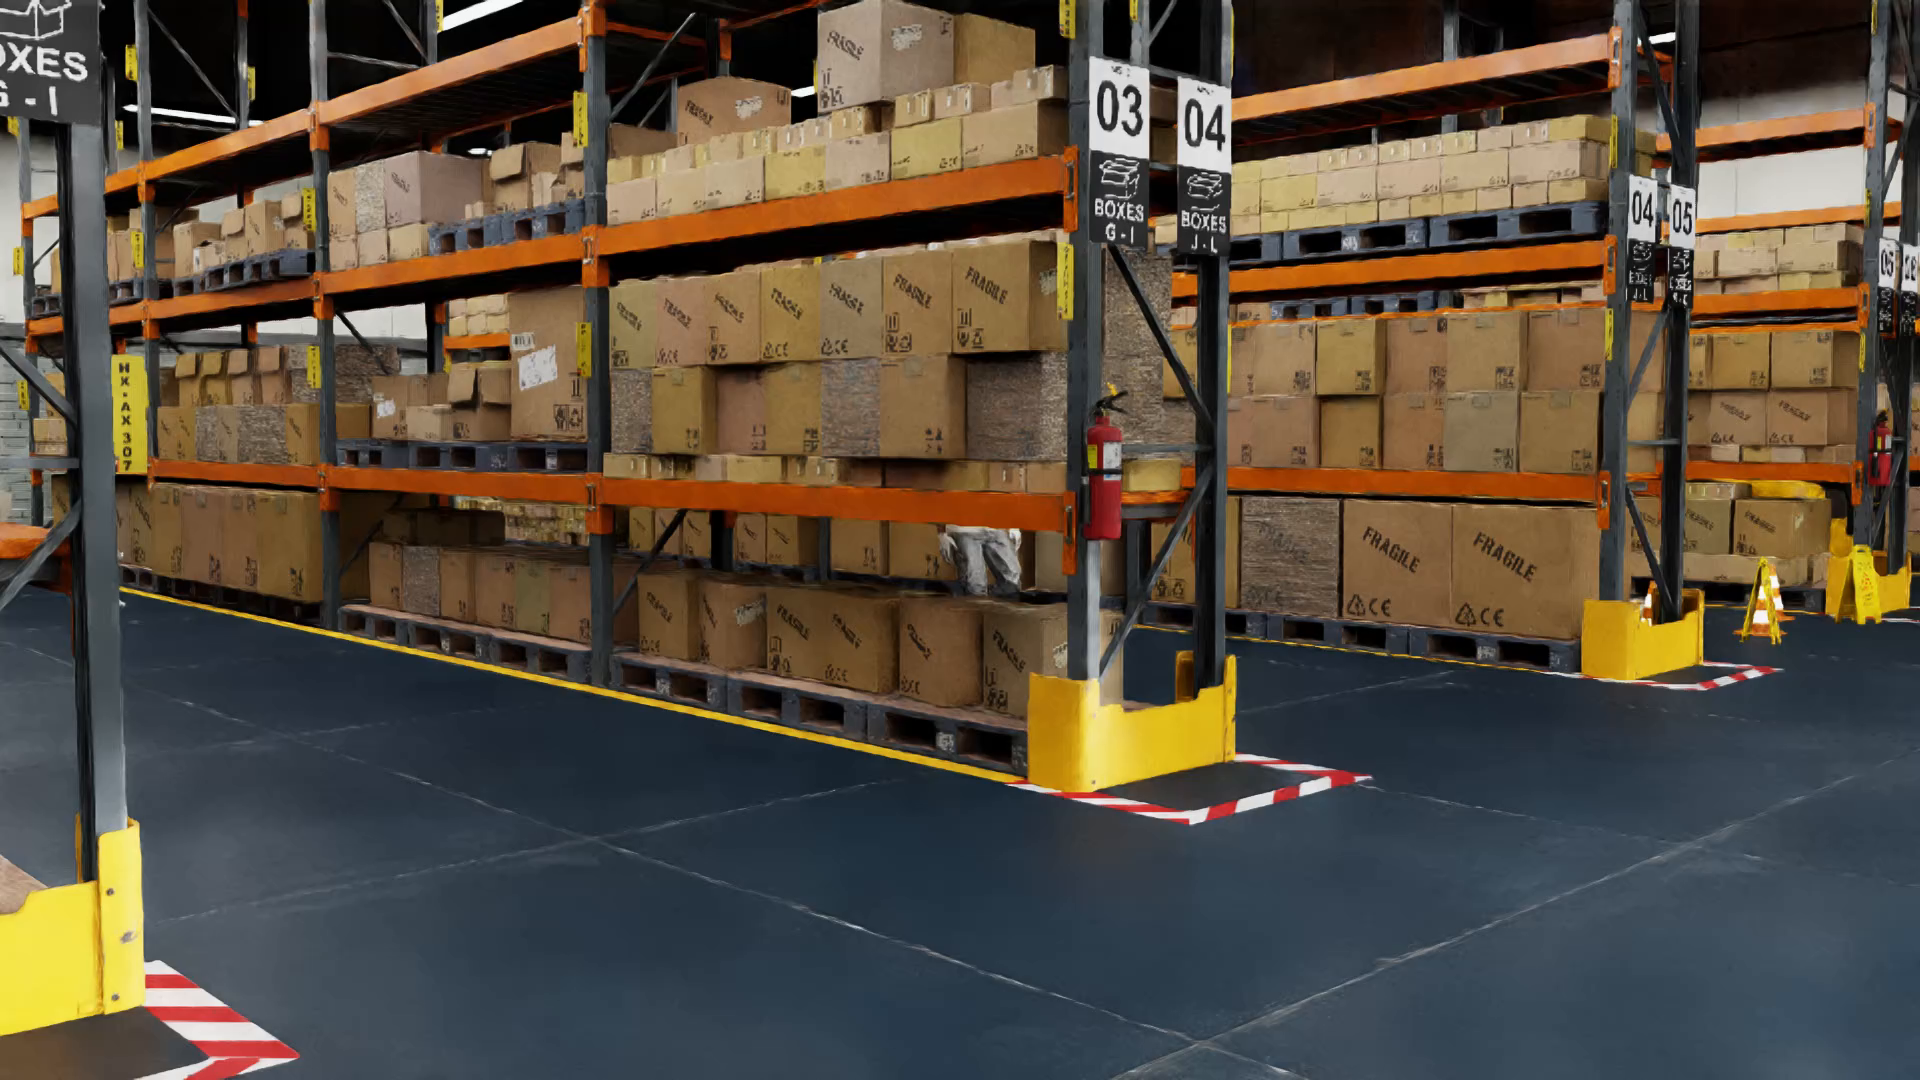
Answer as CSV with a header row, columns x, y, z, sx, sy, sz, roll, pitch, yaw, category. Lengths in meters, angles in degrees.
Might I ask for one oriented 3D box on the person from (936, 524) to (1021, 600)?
x,y,z,sx,sy,sz,roll,pitch,yaw,category
0.097,-0.042,11.278,0.606,1.766,0.604,-1,4,-21,person
